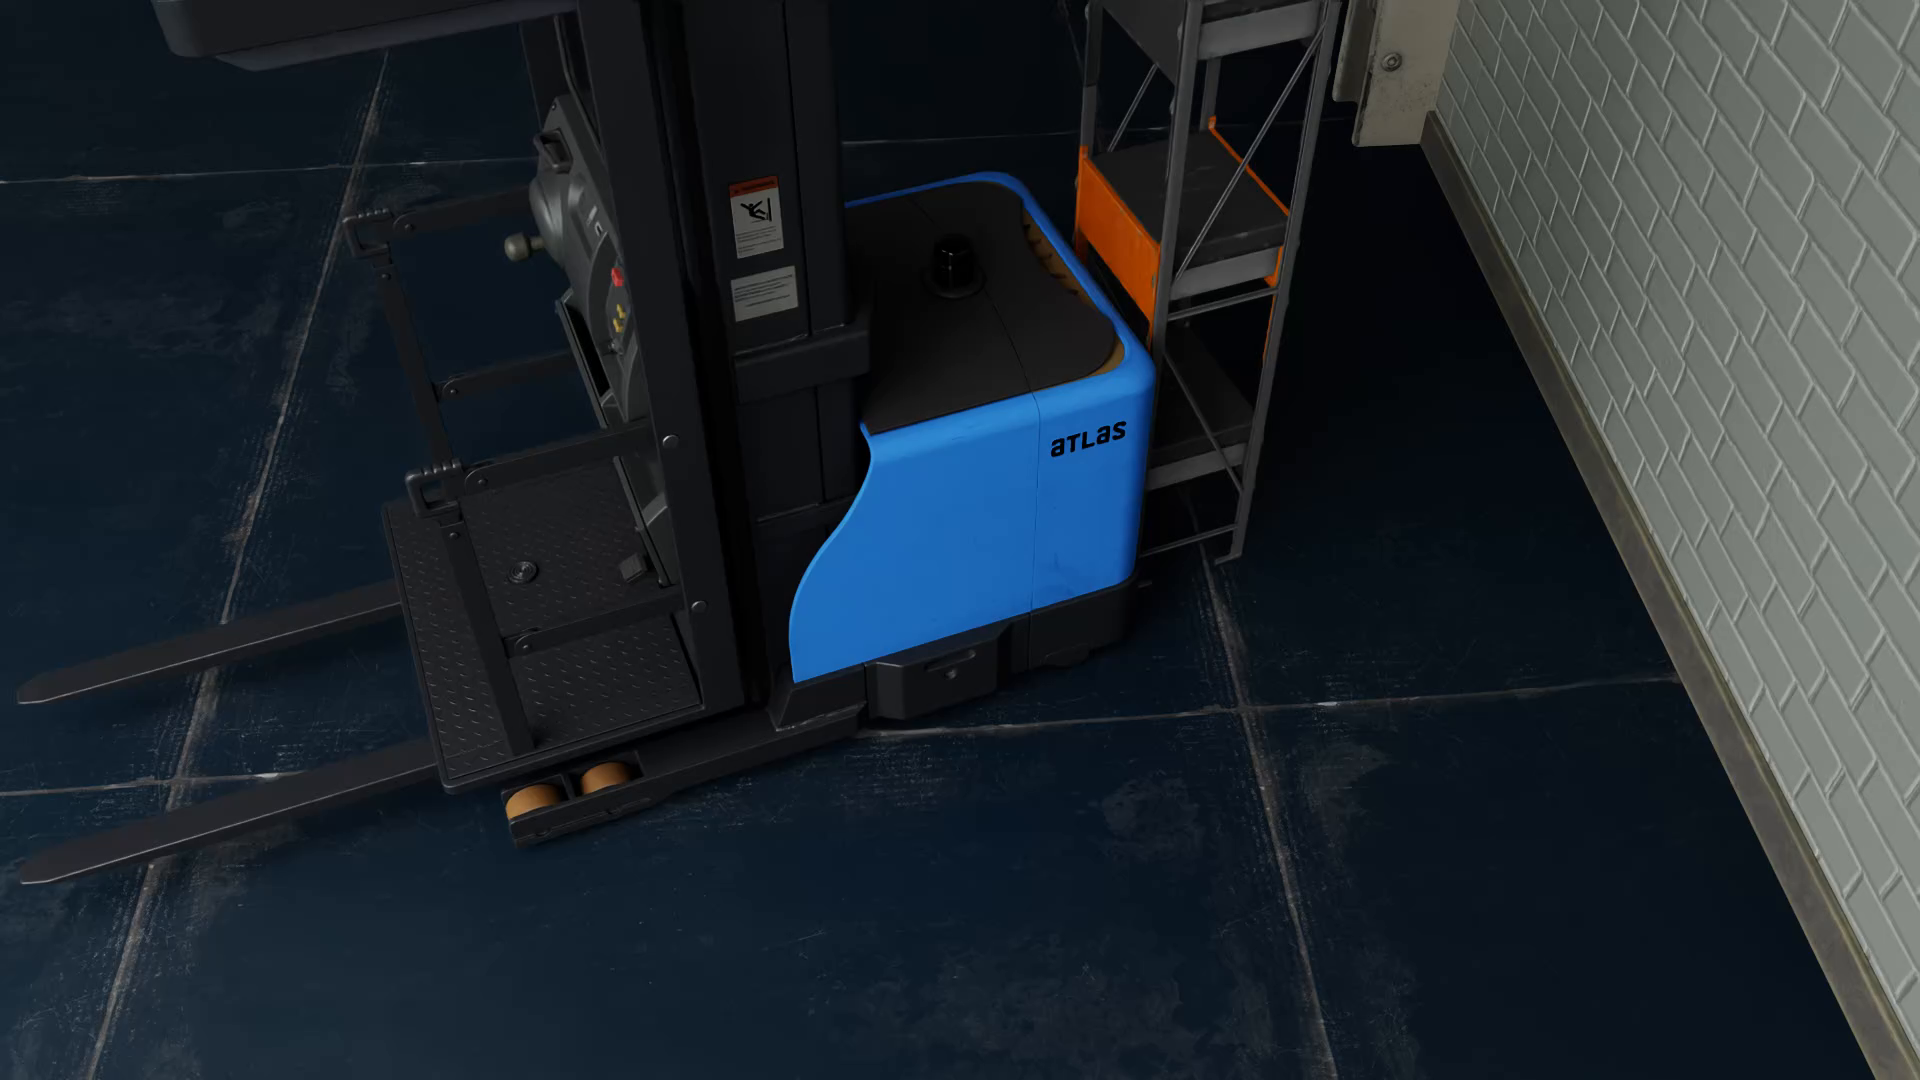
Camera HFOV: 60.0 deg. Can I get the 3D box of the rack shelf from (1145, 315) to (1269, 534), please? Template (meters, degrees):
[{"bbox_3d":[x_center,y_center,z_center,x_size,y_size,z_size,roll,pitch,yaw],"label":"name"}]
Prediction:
[{"bbox_3d":[0.616,-0.298,5.069,0.431,0.518,0.480,-16,49,-15],"label":"rack shelf"}]

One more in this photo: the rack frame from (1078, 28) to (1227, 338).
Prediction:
[{"bbox_3d":[0.526,-0.954,4.707,0.400,2.100,0.015,-16,49,-15],"label":"rack frame"}]

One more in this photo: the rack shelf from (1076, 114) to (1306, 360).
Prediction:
[{"bbox_3d":[0.616,-0.780,4.561,0.431,0.518,0.480,-16,49,-15],"label":"rack shelf"}]

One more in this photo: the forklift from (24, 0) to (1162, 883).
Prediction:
[{"bbox_3d":[-1.038,-0.636,3.834,3.031,2.935,1.130,-16,49,-15],"label":"forklift"}]

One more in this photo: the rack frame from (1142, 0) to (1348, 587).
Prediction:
[{"bbox_3d":[0.707,-0.625,4.395,0.400,2.100,0.015,-16,49,-15],"label":"rack frame"}]

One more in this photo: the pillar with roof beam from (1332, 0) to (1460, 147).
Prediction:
[{"bbox_3d":[-2.548,-4.586,3.395,9.100,9.000,0.400,-3,47,-3],"label":"pillar with roof beam"}]

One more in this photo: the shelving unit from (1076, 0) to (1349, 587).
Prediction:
[{"bbox_3d":[0.616,-0.789,4.551,0.431,2.100,0.503,-16,49,-15],"label":"shelving unit"}]

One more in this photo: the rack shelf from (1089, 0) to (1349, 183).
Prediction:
[{"bbox_3d":[0.616,-1.261,4.053,0.431,0.518,0.480,-16,49,-15],"label":"rack shelf"}]
